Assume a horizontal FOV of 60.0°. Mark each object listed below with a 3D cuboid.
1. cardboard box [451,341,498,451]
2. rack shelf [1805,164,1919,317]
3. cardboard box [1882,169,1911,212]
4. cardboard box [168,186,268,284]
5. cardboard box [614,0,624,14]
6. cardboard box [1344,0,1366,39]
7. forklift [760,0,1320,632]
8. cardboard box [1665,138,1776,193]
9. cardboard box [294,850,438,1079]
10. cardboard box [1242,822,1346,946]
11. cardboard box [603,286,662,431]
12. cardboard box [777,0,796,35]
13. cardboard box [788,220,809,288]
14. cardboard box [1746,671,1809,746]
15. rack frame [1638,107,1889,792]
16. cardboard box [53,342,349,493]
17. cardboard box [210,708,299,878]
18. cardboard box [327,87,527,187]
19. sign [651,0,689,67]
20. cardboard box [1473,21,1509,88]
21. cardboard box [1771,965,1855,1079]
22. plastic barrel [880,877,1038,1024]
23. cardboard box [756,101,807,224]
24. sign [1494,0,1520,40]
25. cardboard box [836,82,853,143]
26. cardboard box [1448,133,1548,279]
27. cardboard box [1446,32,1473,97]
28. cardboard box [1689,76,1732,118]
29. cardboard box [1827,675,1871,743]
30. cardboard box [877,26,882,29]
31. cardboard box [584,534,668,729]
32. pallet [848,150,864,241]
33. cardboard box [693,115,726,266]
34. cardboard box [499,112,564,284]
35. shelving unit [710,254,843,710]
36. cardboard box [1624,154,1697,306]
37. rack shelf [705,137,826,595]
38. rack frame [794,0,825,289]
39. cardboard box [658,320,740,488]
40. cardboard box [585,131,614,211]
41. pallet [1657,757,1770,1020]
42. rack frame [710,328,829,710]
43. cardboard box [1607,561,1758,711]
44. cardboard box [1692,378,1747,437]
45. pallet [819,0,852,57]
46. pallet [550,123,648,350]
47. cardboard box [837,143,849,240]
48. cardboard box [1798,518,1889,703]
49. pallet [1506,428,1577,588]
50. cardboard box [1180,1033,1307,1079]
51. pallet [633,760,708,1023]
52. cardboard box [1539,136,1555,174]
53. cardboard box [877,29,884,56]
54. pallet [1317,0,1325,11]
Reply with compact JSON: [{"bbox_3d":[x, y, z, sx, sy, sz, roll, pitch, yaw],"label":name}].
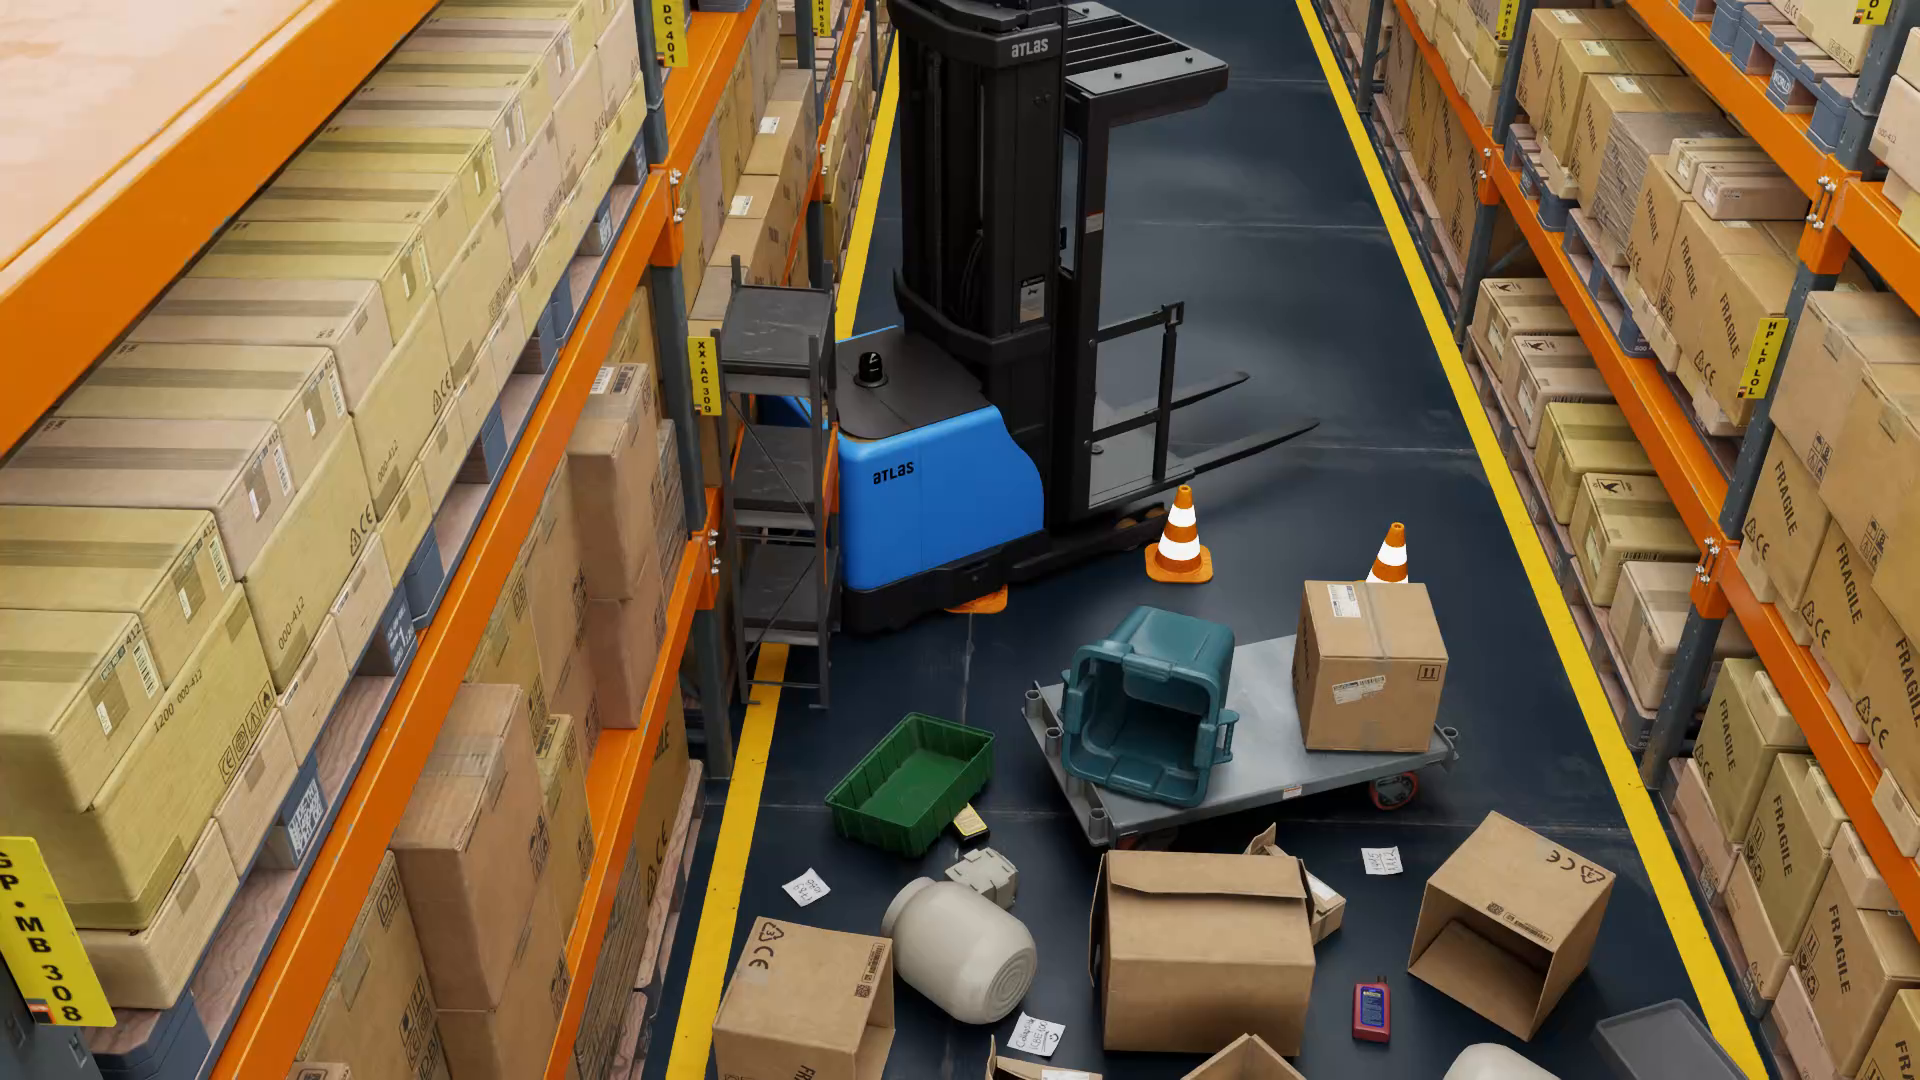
[{"bbox_3d":[-1.261,-0.327,3.709,0.380,0.149,0.250,2,35,2],"label":"cardboard box"},{"bbox_3d":[3.375,0.046,4.039,1.077,0.370,4.000,1,35,2],"label":"rack shelf"},{"bbox_3d":[3.196,-1.120,5.290,0.380,0.149,0.250,1,35,1],"label":"cardboard box"},{"bbox_3d":[-1.852,-0.582,3.726,0.500,0.250,0.500,2,35,2],"label":"cardboard box"},{"bbox_3d":[-1.190,-1.673,4.931,0.380,0.149,0.250,1,35,1],"label":"cardboard box"},{"bbox_3d":[3.945,-4.763,14.727,0.875,0.438,0.875,0,35,0],"label":"cardboard box"},{"bbox_3d":[0.535,-1.385,8.117,3.031,2.935,1.130,-19,39,-25],"label":"forklift"},{"bbox_3d":[3.251,-1.595,7.081,0.380,0.149,0.250,0,35,0],"label":"cardboard box"},{"bbox_3d":[-1.671,1.038,3.541,0.875,0.550,0.550,1,35,2],"label":"cardboard box"},{"bbox_3d":[1.279,1.367,6.520,0.258,0.266,0.396,-24,42,-30],"label":"cardboard box"},{"bbox_3d":[-1.543,-0.519,5.755,0.875,0.550,0.550,1,35,2],"label":"cardboard box"},{"bbox_3d":[-1.121,-3.101,9.835,0.380,0.149,0.250,1,35,2],"label":"cardboard box"},{"bbox_3d":[-1.448,-1.428,9.711,1.050,0.750,0.750,1,35,1],"label":"cardboard box"},{"bbox_3d":[3.097,0.614,6.024,0.380,0.149,0.250,2,35,3],"label":"cardboard box"},{"bbox_3d":[3.456,-0.170,6.329,1.000,3.000,0.127,1,35,2],"label":"rack frame"},{"bbox_3d":[-1.292,-0.213,2.854,0.380,0.149,0.250,2,35,2],"label":"cardboard box"},{"bbox_3d":[-1.311,0.398,2.678,0.380,0.149,0.250,2,35,2],"label":"cardboard box"},{"bbox_3d":[-1.242,-0.948,3.899,0.380,0.149,0.250,1,35,1],"label":"cardboard box"},{"bbox_3d":[-0.940,-1.686,5.359,0.100,0.325,0.005,1,35,2],"label":"sign"},{"bbox_3d":[3.382,-2.896,9.903,0.500,0.250,0.500,1,35,2],"label":"cardboard box"},{"bbox_3d":[3.133,1.727,5.655,0.500,0.250,0.500,1,35,1],"label":"cardboard box"},{"bbox_3d":[-0.007,1.515,6.172,0.512,0.421,0.421,28,44,33],"label":"plastic barrel"},{"bbox_3d":[-1.105,-2.014,8.866,0.500,0.500,0.500,1,35,2],"label":"cardboard box"},{"bbox_3d":[3.062,-2.953,9.282,0.100,0.325,0.005,1,35,2],"label":"sign"},{"bbox_3d":[-1.011,-2.947,11.436,0.500,0.250,0.500,2,35,2],"label":"cardboard box"},{"bbox_3d":[3.727,-2.166,10.652,0.875,0.875,0.875,1,35,1],"label":"cardboard box"},{"bbox_3d":[3.382,-2.998,10.483,0.500,0.250,0.500,2,35,3],"label":"cardboard box"},{"bbox_3d":[3.847,-1.948,8.148,0.500,0.500,0.500,-1,35,-1],"label":"cardboard box"},{"bbox_3d":[3.139,0.547,5.527,0.380,0.149,0.250,2,35,3],"label":"cardboard box"},{"bbox_3d":[-0.869,-4.327,14.358,0.380,0.149,0.250,1,35,2],"label":"cardboard box"},{"bbox_3d":[-1.497,0.241,5.614,0.875,0.550,0.550,1,35,2],"label":"cardboard box"},{"bbox_3d":[-1.249,-2.532,12.115,1.003,0.211,1.213,1,35,2],"label":"pallet"},{"bbox_3d":[-1.441,-1.548,7.333,0.700,0.500,0.500,2,35,2],"label":"cardboard box"},{"bbox_3d":[-1.300,-0.860,4.122,0.500,0.250,0.500,1,35,1],"label":"cardboard box"},{"bbox_3d":[-0.749,-0.173,7.055,0.431,2.100,0.503,4,43,1],"label":"shelving unit"},{"bbox_3d":[3.290,-1.357,7.307,0.500,0.500,0.500,2,35,4],"label":"cardboard box"},{"bbox_3d":[-1.414,-1.081,8.251,1.077,0.370,4.000,1,35,2],"label":"rack shelf"},{"bbox_3d":[-1.334,-2.525,9.680,1.000,3.000,0.127,1,35,2],"label":"rack frame"},{"bbox_3d":[-1.204,-0.564,6.802,0.500,0.500,0.500,2,35,2],"label":"cardboard box"},{"bbox_3d":[-1.208,-1.054,4.744,0.380,0.149,0.250,2,35,3],"label":"cardboard box"},{"bbox_3d":[3.464,1.357,6.581,1.003,0.211,1.213,1,35,2],"label":"pallet"},{"bbox_3d":[-0.762,-0.006,6.878,0.400,2.100,0.015,4,43,1],"label":"rack frame"},{"bbox_3d":[3.474,0.431,7.393,0.950,0.372,0.625,2,35,2],"label":"cardboard box"},{"bbox_3d":[3.201,-0.541,6.711,0.380,0.149,0.250,2,35,3],"label":"cardboard box"},{"bbox_3d":[-1.295,-3.585,11.354,1.003,0.211,1.213,1,35,2],"label":"pallet"},{"bbox_3d":[-1.538,-0.948,4.904,1.003,0.211,1.213,1,35,2],"label":"pallet"},{"bbox_3d":[-1.034,-2.363,11.258,0.500,0.500,0.500,2,35,2],"label":"cardboard box"},{"bbox_3d":[3.163,0.202,5.454,0.500,0.500,0.500,1,35,2],"label":"cardboard box"},{"bbox_3d":[3.532,-0.180,8.768,1.003,0.211,1.213,1,35,2],"label":"pallet"},{"bbox_3d":[0.836,2.081,5.296,0.797,0.503,0.637,-24,42,-30],"label":"cardboard box"},{"bbox_3d":[-1.603,1.349,6.592,1.003,0.211,1.213,1,35,2],"label":"pallet"},{"bbox_3d":[3.316,-2.037,8.839,0.380,0.149,0.250,-1,35,-1],"label":"cardboard box"},{"bbox_3d":[-0.839,-4.151,13.849,0.380,0.149,0.250,3,35,4],"label":"cardboard box"},{"bbox_3d":[3.984,-5.463,16.285,1.003,0.211,1.213,1,35,2],"label":"pallet"}]
